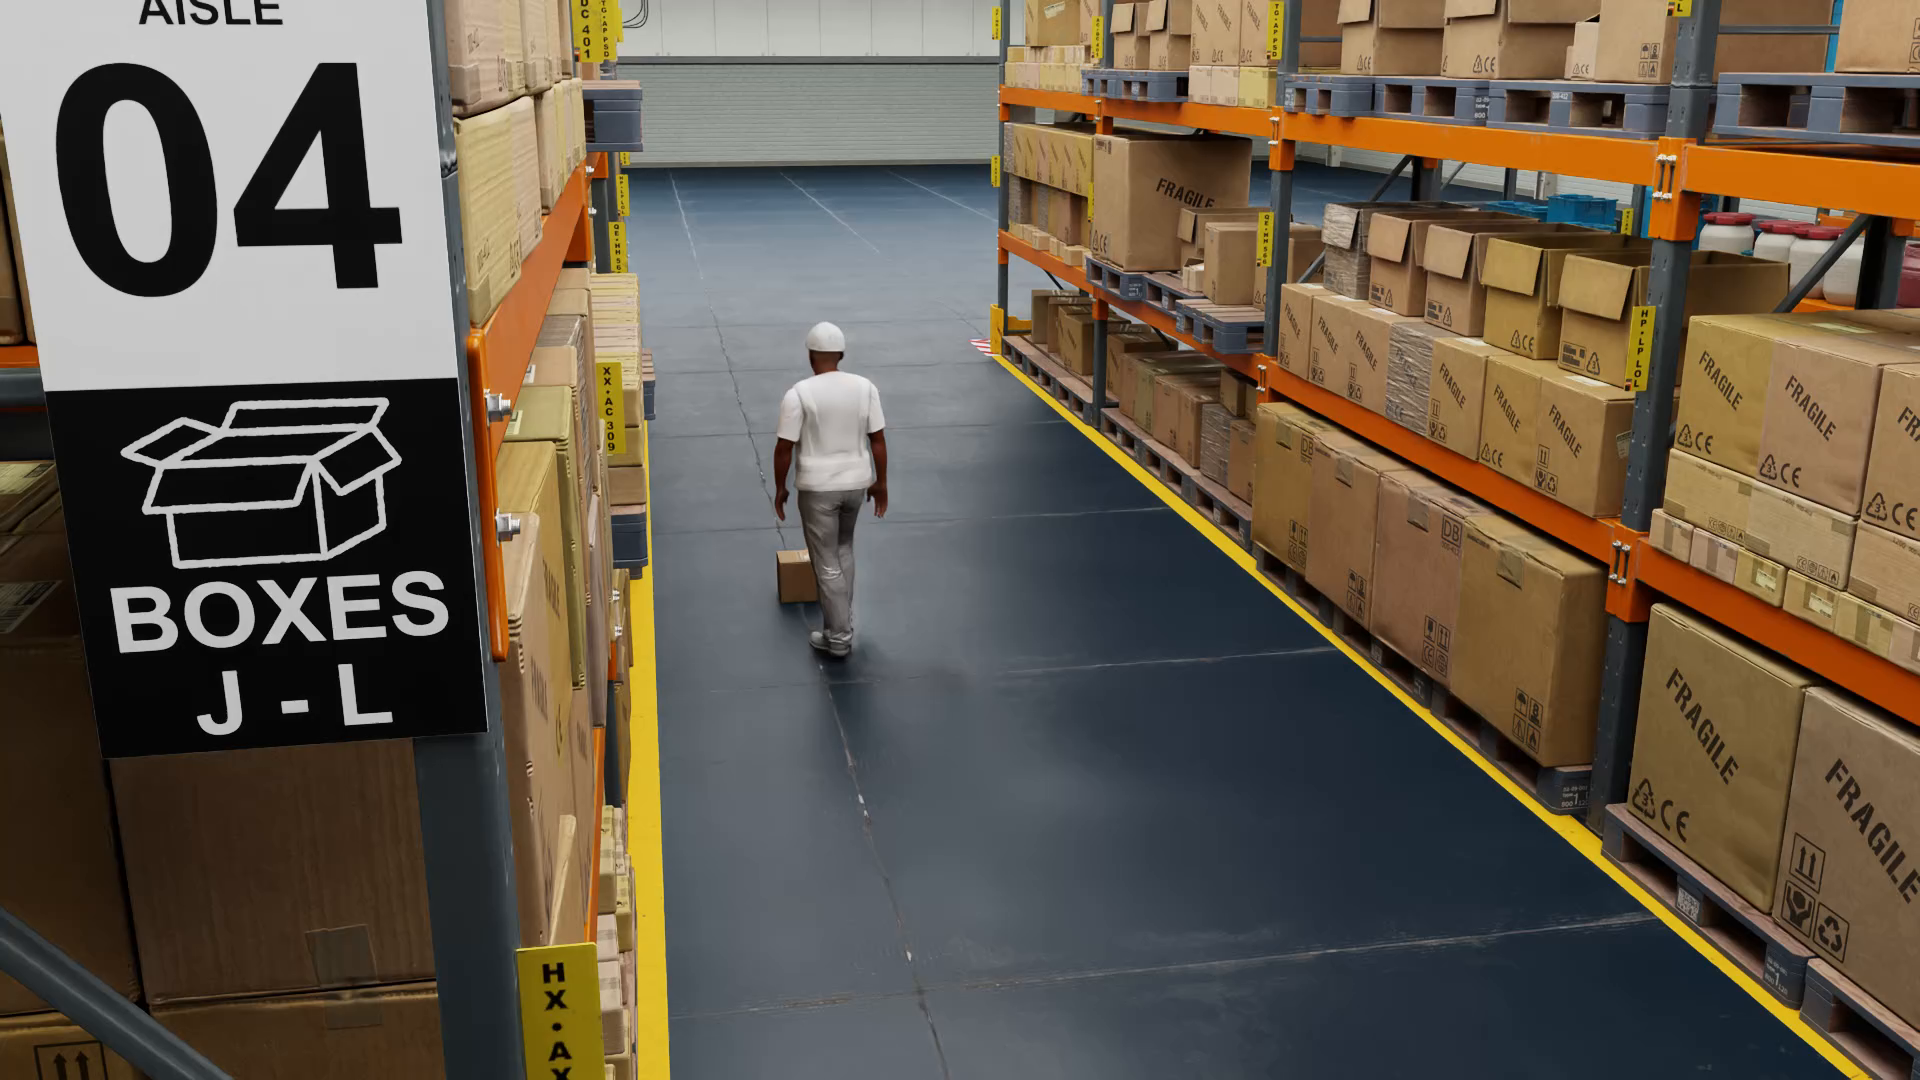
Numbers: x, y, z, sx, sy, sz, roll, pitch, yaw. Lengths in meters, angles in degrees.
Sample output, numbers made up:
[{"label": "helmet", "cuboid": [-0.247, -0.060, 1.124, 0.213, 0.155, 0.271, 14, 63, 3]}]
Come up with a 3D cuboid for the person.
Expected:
[{"label": "person", "cuboid": [-0.689, -0.256, 8.896, 0.595, 1.802, 0.515, -11, 19, -33]}]
